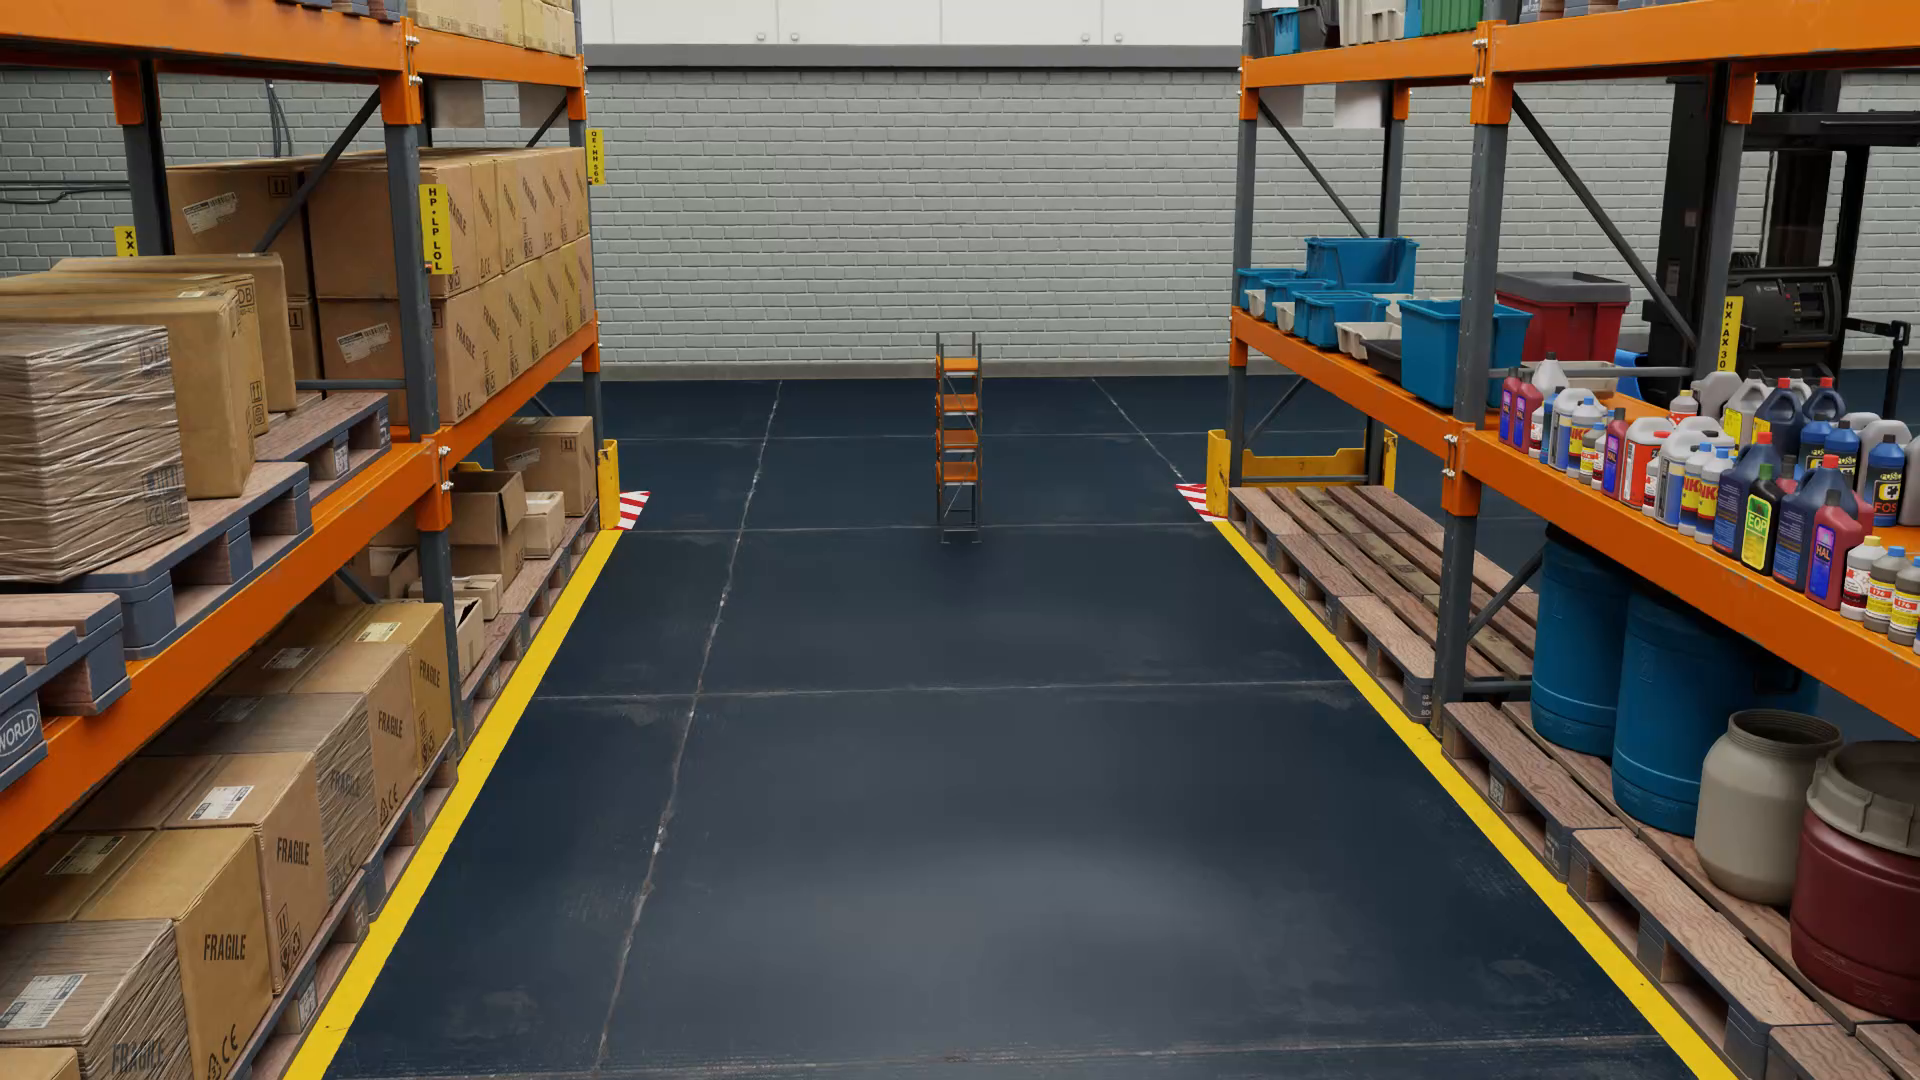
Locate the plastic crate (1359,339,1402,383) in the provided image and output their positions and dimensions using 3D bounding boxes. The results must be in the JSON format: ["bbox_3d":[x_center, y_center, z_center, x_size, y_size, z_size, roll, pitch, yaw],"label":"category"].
[{"bbox_3d":[2.121,-0.820,7.626,0.437,0.125,0.590,-1,14,-3],"label":"plastic crate"}]

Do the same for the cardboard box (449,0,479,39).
[{"bbox_3d":[-2.296,-2.204,6.853,0.500,0.250,0.500,-1,14,-3],"label":"cardboard box"}]

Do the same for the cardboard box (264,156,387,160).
[{"bbox_3d":[-2.841,-1.482,7.558,0.500,0.500,0.500,-1,14,-3],"label":"cardboard box"}]

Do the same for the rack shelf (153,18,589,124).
[{"bbox_3d":[-2.609,-2.176,7.888,1.077,0.370,4.000,-1,14,-3],"label":"rack shelf"}]

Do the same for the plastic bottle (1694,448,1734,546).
[{"bbox_3d":[2.165,-0.125,4.752,0.097,0.271,0.097,0,14,0],"label":"plastic bottle"}]

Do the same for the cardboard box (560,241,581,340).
[{"bbox_3d":[-2.398,-1.382,9.175,0.500,0.500,0.500,-1,14,-3],"label":"cardboard box"}]

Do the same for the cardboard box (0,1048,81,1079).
[{"bbox_3d":[-1.981,1.300,3.087,0.500,0.500,0.500,0,14,-1],"label":"cardboard box"}]

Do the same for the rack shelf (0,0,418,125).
[{"bbox_3d":[-2.362,-1.181,4.022,1.077,0.370,4.000,-1,14,-3],"label":"rack shelf"}]

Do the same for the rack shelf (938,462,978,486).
[{"bbox_3d":[-0.010,-0.403,10.093,0.221,0.050,0.457,-1,14,-3],"label":"rack shelf"}]

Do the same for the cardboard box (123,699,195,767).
[{"bbox_3d":[-2.631,0.804,5.015,0.500,0.500,0.500,-1,14,-3],"label":"cardboard box"}]

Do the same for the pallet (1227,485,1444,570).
[{"bbox_3d":[2.223,-0.089,9.947,1.003,0.211,1.213,-1,14,-3],"label":"pallet"}]

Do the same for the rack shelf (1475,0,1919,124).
[{"bbox_3d":[2.582,-1.257,4.316,1.077,0.370,4.000,-1,14,-3],"label":"rack shelf"}]

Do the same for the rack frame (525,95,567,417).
[{"bbox_3d":[-2.737,-1.569,10.106,0.949,2.616,0.053,-1,14,-3],"label":"rack frame"}]

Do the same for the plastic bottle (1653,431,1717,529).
[{"bbox_3d":[2.179,-0.181,4.959,0.152,0.276,0.135,-1,14,-3],"label":"plastic bottle"}]

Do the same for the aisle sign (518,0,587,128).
[{"bbox_3d":[-2.432,-2.850,9.866,0.394,0.787,0.004,-1,14,-3],"label":"aisle sign"}]

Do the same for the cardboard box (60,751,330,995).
[{"bbox_3d":[-2.082,0.916,4.582,0.500,0.500,0.500,-1,14,-5],"label":"cardboard box"}]

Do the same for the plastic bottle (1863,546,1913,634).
[{"bbox_3d":[2.216,0.115,3.957,0.097,0.201,0.097,0,14,0],"label":"plastic bottle"}]

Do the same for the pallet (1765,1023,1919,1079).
[{"bbox_3d":[2.616,1.500,3.774,1.003,0.211,1.213,-1,14,-3],"label":"pallet"}]

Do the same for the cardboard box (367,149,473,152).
[{"bbox_3d":[-2.929,-1.858,9.019,0.500,0.500,0.500,-1,14,-3],"label":"cardboard box"}]

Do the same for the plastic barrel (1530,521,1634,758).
[{"bbox_3d":[2.475,0.298,6.215,0.600,0.901,0.708,-1,14,-3],"label":"plastic barrel"}]

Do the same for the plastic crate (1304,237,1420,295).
[{"bbox_3d":[2.418,-1.611,10.075,0.616,0.435,0.499,-1,14,-3],"label":"plastic crate"}]

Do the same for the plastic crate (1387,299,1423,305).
[{"bbox_3d":[2.446,-1.274,9.366,0.396,0.136,0.243,-1,14,-3],"label":"plastic crate"}]

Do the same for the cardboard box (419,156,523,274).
[{"bbox_3d":[-2.298,-1.485,7.570,0.500,0.500,0.500,-1,14,-5],"label":"cardboard box"}]

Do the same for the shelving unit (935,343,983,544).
[{"bbox_3d":[-0.010,-0.622,10.035,0.258,1.200,0.499,-1,14,-3],"label":"shelving unit"}]

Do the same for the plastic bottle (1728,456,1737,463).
[{"bbox_3d":[2.302,-0.151,4.994,0.097,0.201,0.097,0,14,0],"label":"plastic bottle"}]

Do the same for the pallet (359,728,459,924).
[{"bbox_3d":[-2.397,0.978,5.803,1.003,0.211,1.213,-1,14,-3],"label":"pallet"}]

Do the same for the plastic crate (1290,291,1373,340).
[{"bbox_3d":[1.979,-1.199,8.882,0.416,0.233,0.300,-1,14,-3],"label":"plastic crate"}]

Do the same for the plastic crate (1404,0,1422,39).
[{"bbox_3d":[2.084,-2.243,7.041,0.416,0.233,0.300,-1,14,-3],"label":"plastic crate"}]

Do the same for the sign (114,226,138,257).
[{"bbox_3d":[-3.027,-0.983,6.092,0.100,0.325,0.005,-1,14,-3],"label":"sign"}]

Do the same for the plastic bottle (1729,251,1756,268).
[{"bbox_3d":[4.638,-1.034,10.016,0.171,1.395,0.111,-1,14,-3],"label":"plastic bottle"}]

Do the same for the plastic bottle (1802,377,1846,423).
[{"bbox_3d":[2.854,-0.357,5.492,0.144,0.351,0.185,-1,14,-3],"label":"plastic bottle"}]

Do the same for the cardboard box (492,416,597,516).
[{"bbox_3d":[-2.454,-0.440,9.852,0.500,0.500,0.500,-1,14,-3],"label":"cardboard box"}]

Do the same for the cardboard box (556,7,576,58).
[{"bbox_3d":[-2.438,-2.826,9.270,0.500,0.250,0.500,-1,14,-3],"label":"cardboard box"}]

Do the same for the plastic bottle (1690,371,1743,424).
[{"bbox_3d":[2.806,-0.497,6.187,0.152,0.276,0.135,-1,14,-3],"label":"plastic bottle"}]

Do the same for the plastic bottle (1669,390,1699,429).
[{"bbox_3d":[2.682,-0.454,6.171,0.097,0.201,0.097,0,14,0],"label":"plastic bottle"}]

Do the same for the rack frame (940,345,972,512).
[{"bbox_3d":[-0.025,-0.683,10.273,0.228,1.046,0.006,-1,14,-3],"label":"rack frame"}]

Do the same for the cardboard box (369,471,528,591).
[{"bbox_3d":[-2.607,-0.046,8.311,0.797,0.503,0.637,-1,14,-3],"label":"cardboard box"}]

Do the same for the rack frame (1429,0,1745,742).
[{"bbox_3d":[2.459,-0.650,6.533,1.000,3.000,0.127,-1,14,-3],"label":"rack frame"}]

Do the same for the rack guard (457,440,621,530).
[{"bbox_3d":[-2.729,-0.340,10.344,1.175,0.500,0.348,-1,14,-3],"label":"rack guard"}]

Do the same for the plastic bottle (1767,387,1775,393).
[{"bbox_3d":[2.828,-0.406,5.834,0.152,0.276,0.135,-1,14,-3],"label":"plastic bottle"}]

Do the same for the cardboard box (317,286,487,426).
[{"bbox_3d":[-2.245,-0.754,6.736,0.500,0.500,0.500,-1,14,-2],"label":"cardboard box"}]

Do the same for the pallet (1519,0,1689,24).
[{"bbox_3d":[0.245,0.091,3.629,6.198,3.011,5.144,-1,14,-3],"label":"pallet"}]

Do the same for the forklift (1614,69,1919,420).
[{"bbox_3d":[4.743,-1.365,9.451,1.130,2.935,3.031,-3,15,-12],"label":"forklift"}]

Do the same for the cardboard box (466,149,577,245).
[{"bbox_3d":[-2.399,-1.870,9.067,0.500,0.500,0.500,0,14,-2],"label":"cardboard box"}]

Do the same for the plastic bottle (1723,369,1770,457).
[{"bbox_3d":[2.698,-0.400,5.662,0.144,0.351,0.185,-1,14,-3],"label":"plastic bottle"}]

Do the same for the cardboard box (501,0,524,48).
[{"bbox_3d":[-2.359,-2.452,7.819,0.500,0.250,0.500,-1,14,-3],"label":"cardboard box"}]

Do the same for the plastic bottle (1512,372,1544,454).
[{"bbox_3d":[2.064,-0.463,6.039,0.061,0.283,0.133,-1,14,-3],"label":"plastic bottle"}]

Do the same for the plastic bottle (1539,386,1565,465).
[{"bbox_3d":[2.095,-0.404,5.836,0.097,0.271,0.097,0,14,0],"label":"plastic bottle"}]

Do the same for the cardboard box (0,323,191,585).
[{"bbox_3d":[-2.255,-0.217,3.806,0.700,0.500,0.500,2,15,7],"label":"cardboard box"}]

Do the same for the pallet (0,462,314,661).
[{"bbox_3d":[-2.363,0.030,4.276,1.003,0.211,1.213,-1,14,-3],"label":"pallet"}]

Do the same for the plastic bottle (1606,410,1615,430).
[{"bbox_3d":[2.253,-0.348,5.759,0.097,0.201,0.097,0,14,0],"label":"plastic bottle"}]
